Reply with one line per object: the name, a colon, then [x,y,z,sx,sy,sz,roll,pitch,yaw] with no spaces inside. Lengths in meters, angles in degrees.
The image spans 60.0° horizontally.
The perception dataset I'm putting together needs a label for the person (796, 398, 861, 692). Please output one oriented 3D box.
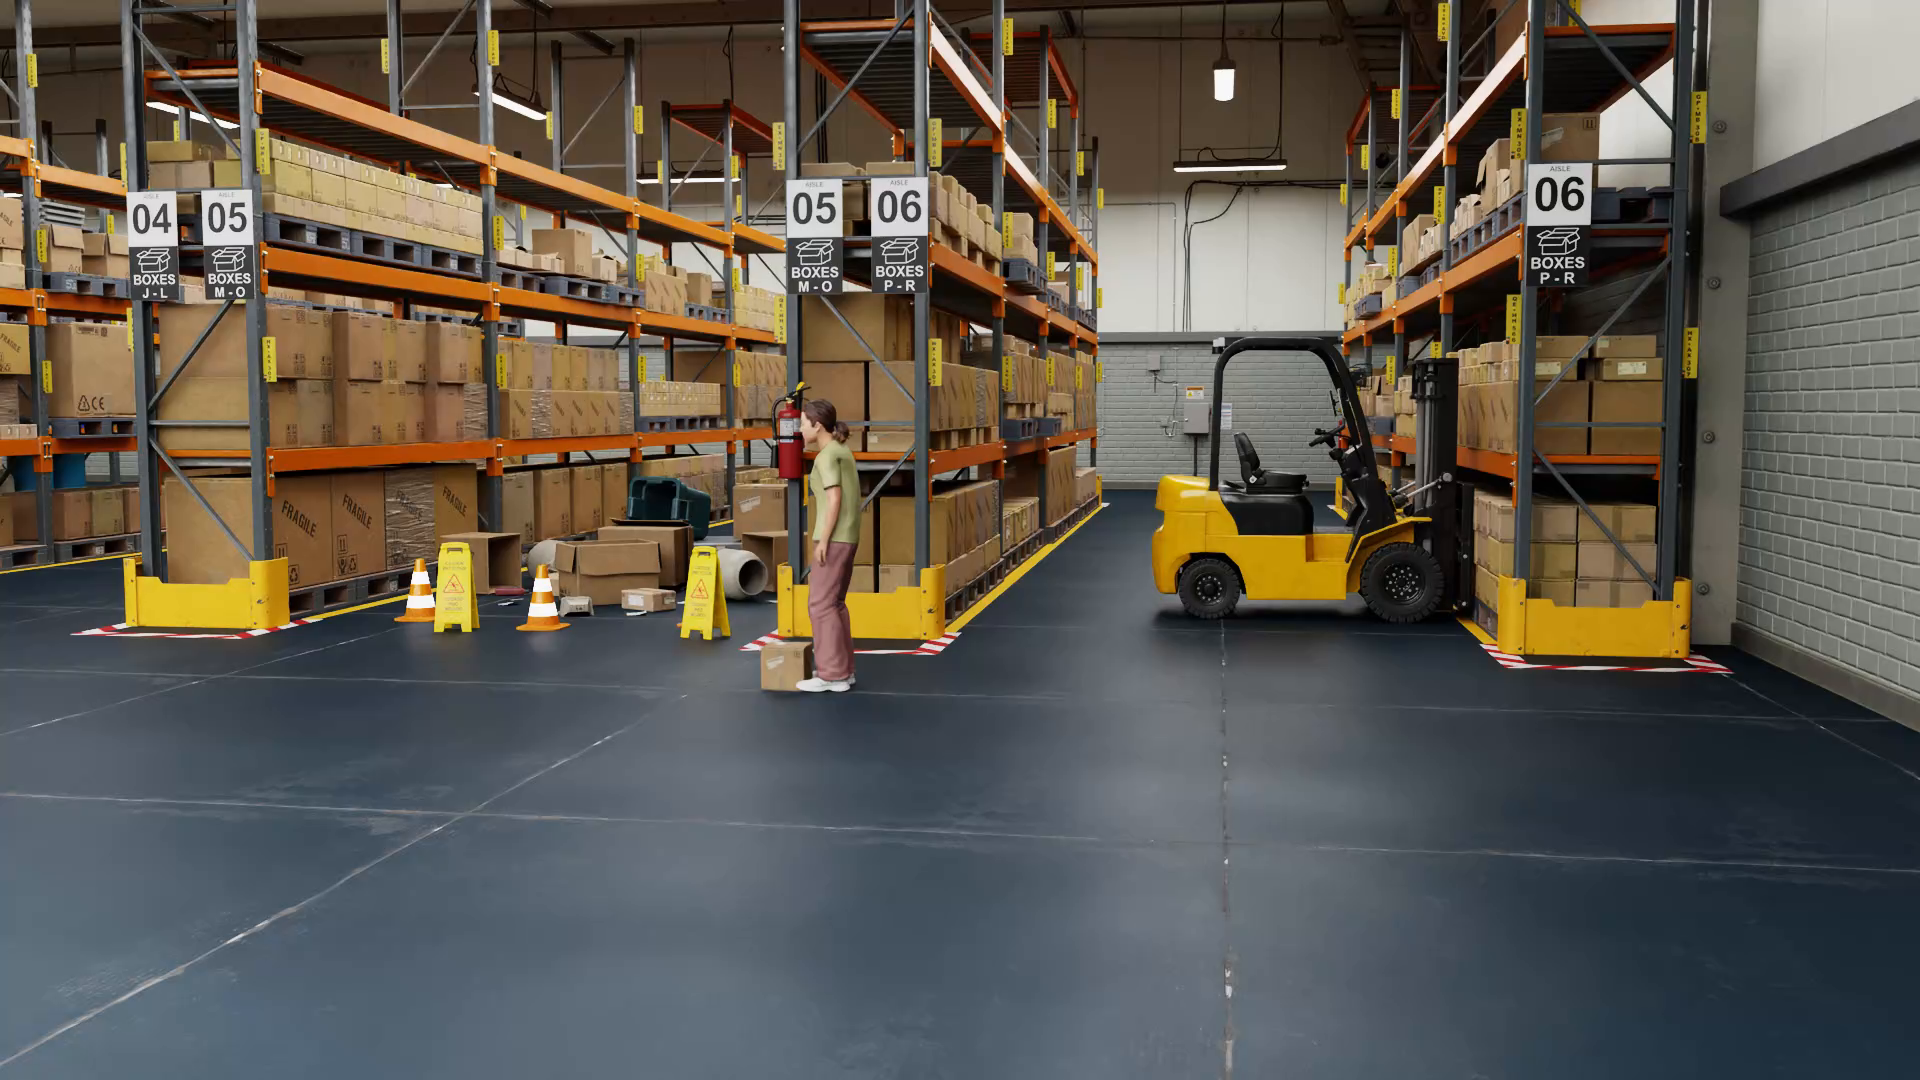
person: [-0.750,0.025,9.553,0.355,1.672,0.498,1,5,6]
